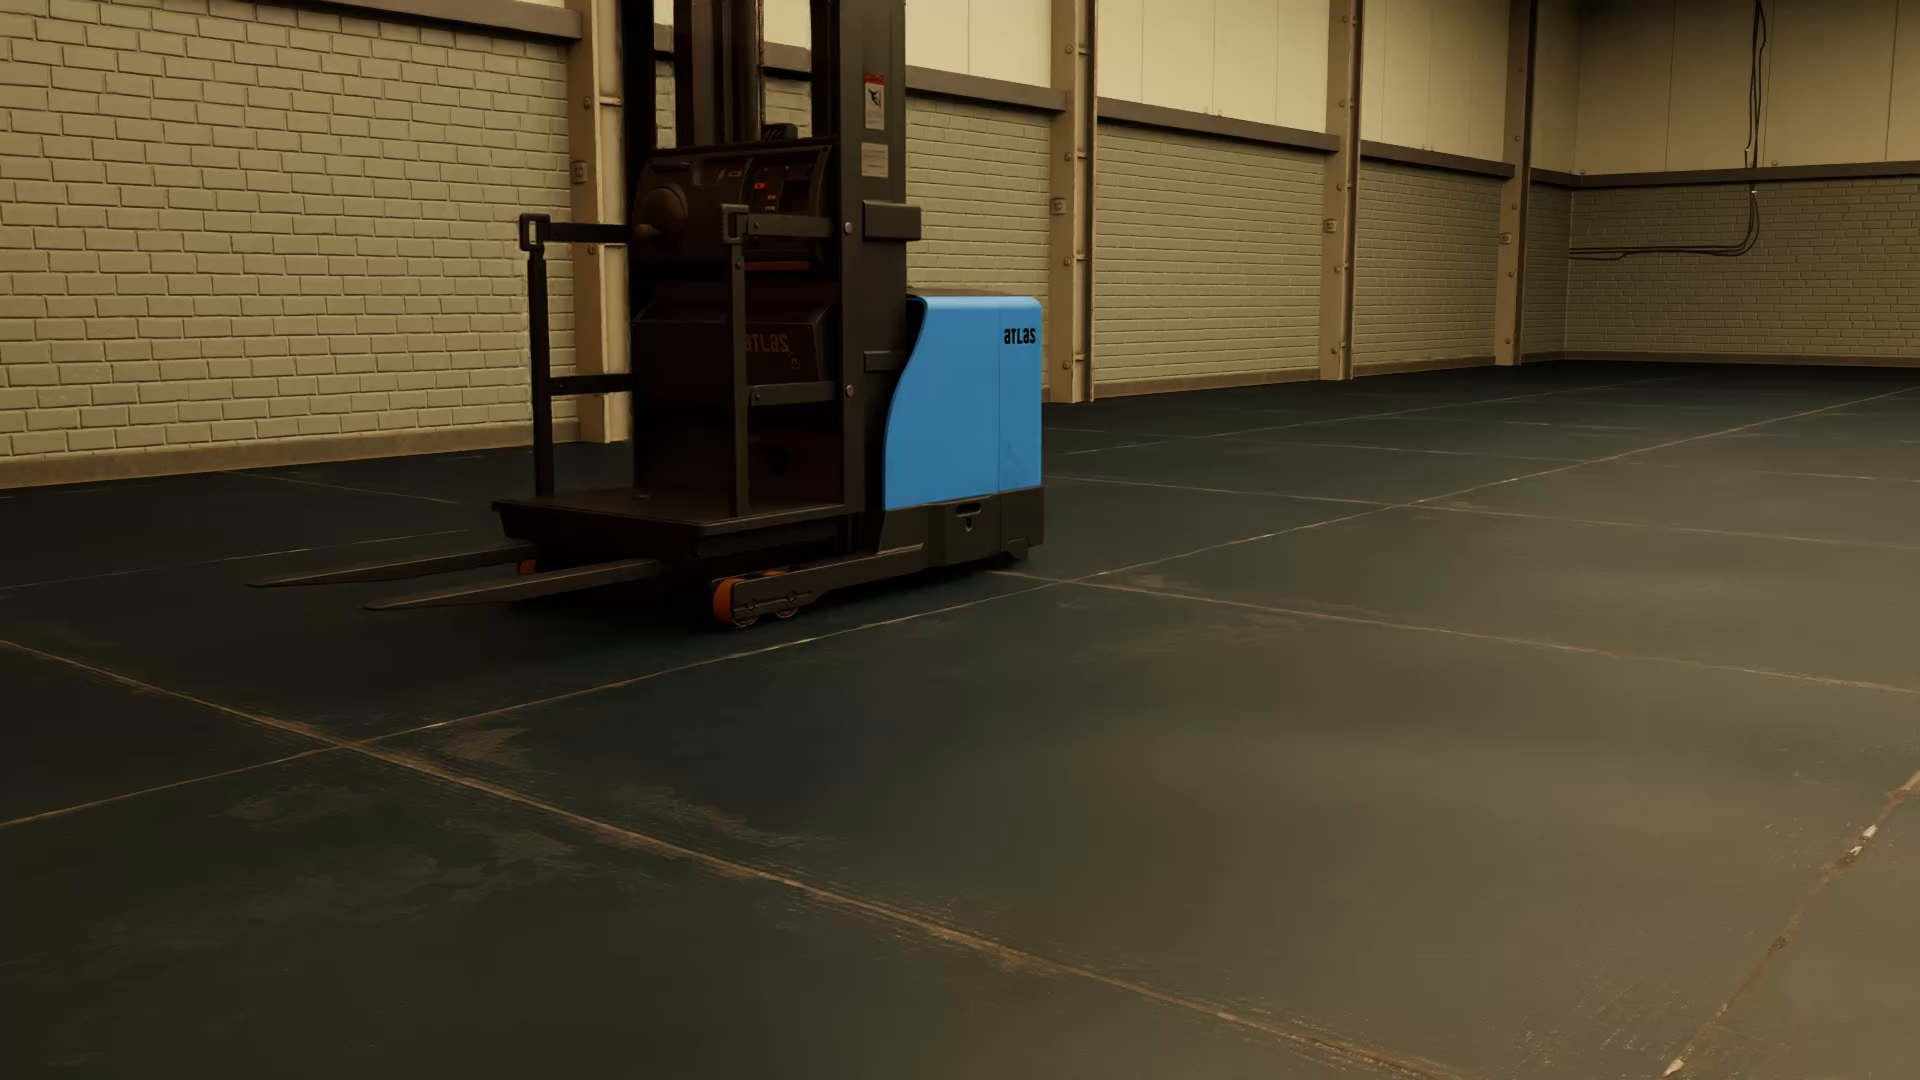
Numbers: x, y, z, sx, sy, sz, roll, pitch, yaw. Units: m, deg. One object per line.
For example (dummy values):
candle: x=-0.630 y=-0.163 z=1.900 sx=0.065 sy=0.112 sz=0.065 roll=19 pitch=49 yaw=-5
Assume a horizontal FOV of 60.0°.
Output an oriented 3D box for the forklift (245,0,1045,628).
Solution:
forklift: x=-0.952 y=-1.243 z=5.778 sx=1.130 sy=2.935 sz=3.031 roll=6 pitch=10 yaw=37
